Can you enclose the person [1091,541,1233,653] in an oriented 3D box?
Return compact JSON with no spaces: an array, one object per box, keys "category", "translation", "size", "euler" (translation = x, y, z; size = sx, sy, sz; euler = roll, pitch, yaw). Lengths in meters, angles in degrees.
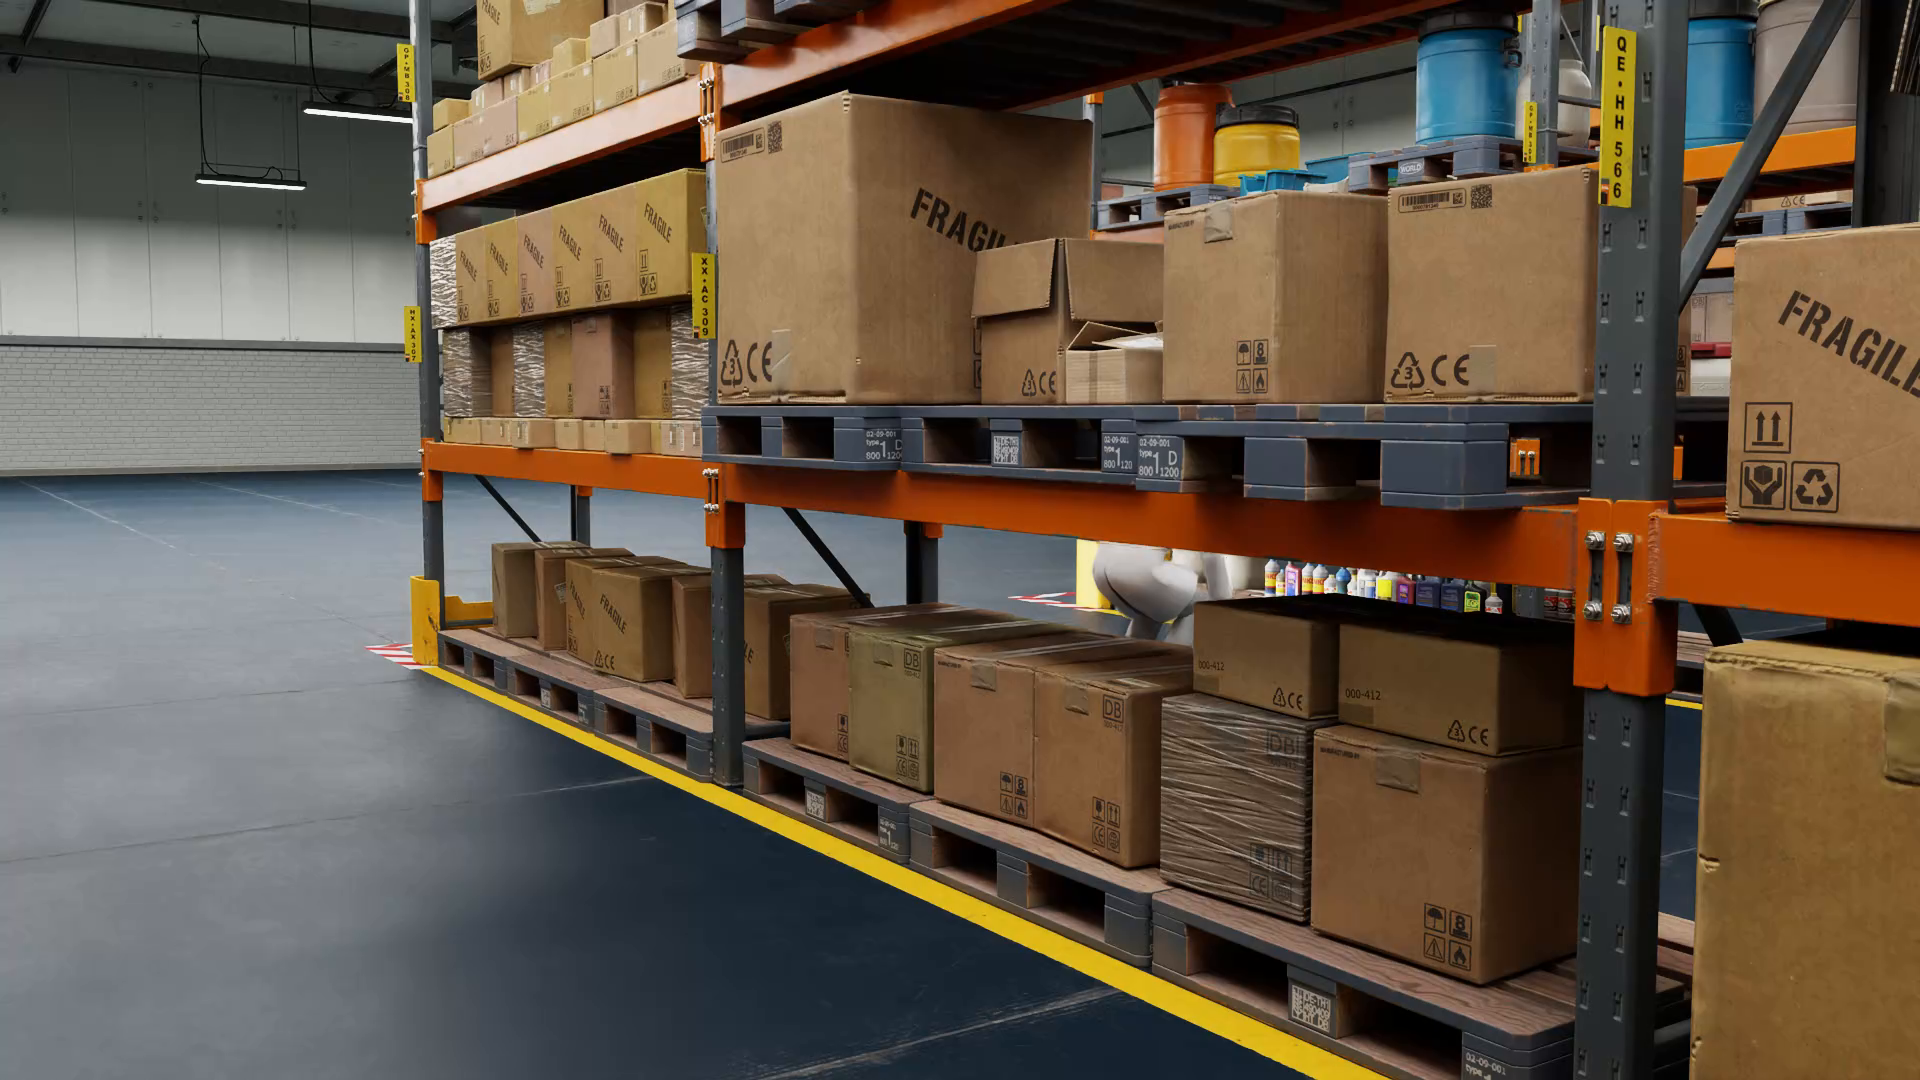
[{"category":"person","translation":[1.043,0.187,8.766],"size":[0.795,1.249,0.629],"euler":[-3,5,-34]}]
